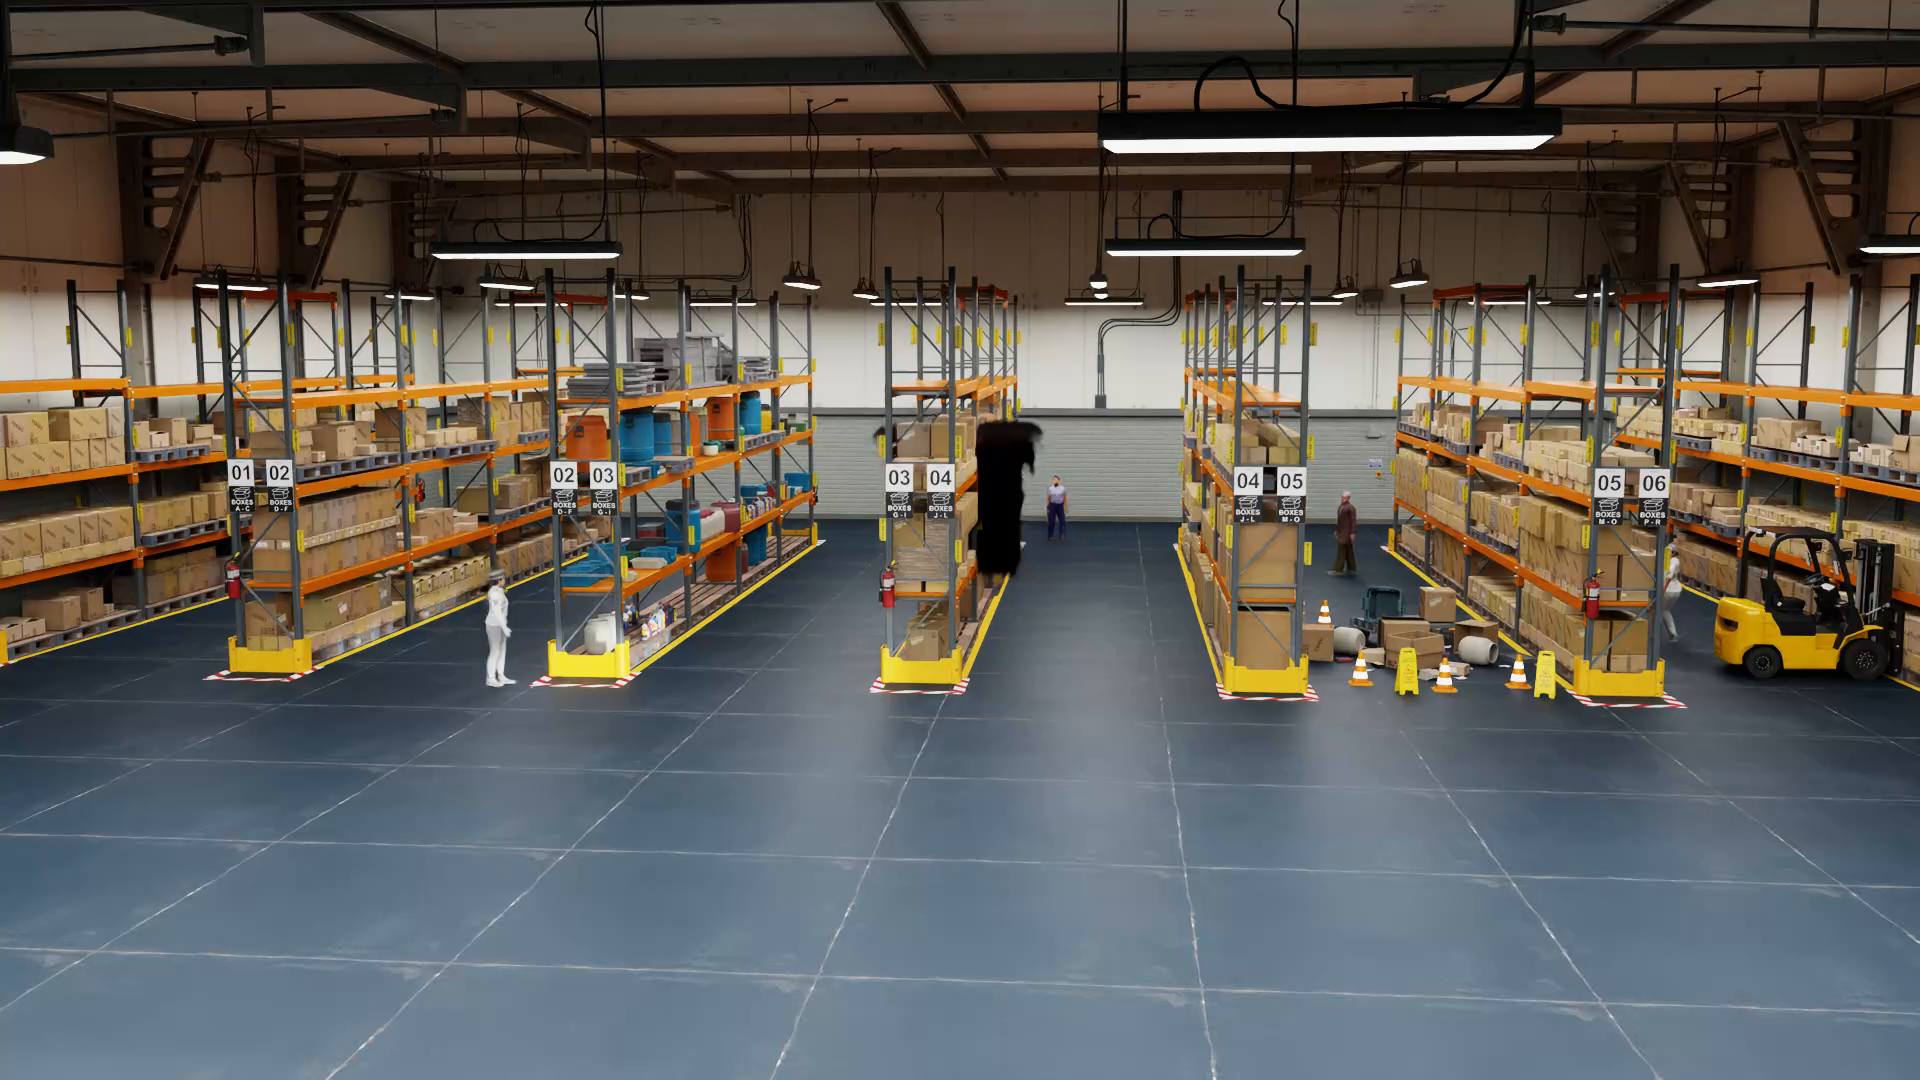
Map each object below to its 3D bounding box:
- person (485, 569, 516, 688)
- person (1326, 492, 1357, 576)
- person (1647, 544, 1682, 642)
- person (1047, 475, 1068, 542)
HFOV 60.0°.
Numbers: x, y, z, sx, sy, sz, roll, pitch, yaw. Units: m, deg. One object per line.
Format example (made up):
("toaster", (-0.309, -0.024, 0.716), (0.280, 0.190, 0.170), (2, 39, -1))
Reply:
("person", (-6.622, 1.268, 23.953), (0.431, 1.698, 0.513), (0, 7, 0))
("person", (8.081, -0.146, 35.204), (0.688, 1.769, 0.610), (1, 7, 6))
("person", (11.605, 0.909, 27.433), (0.525, 1.710, 0.503), (-6, 9, -38))
("person", (2.401, -0.770, 41.004), (0.514, 1.654, 0.489), (-3, 7, -21))
